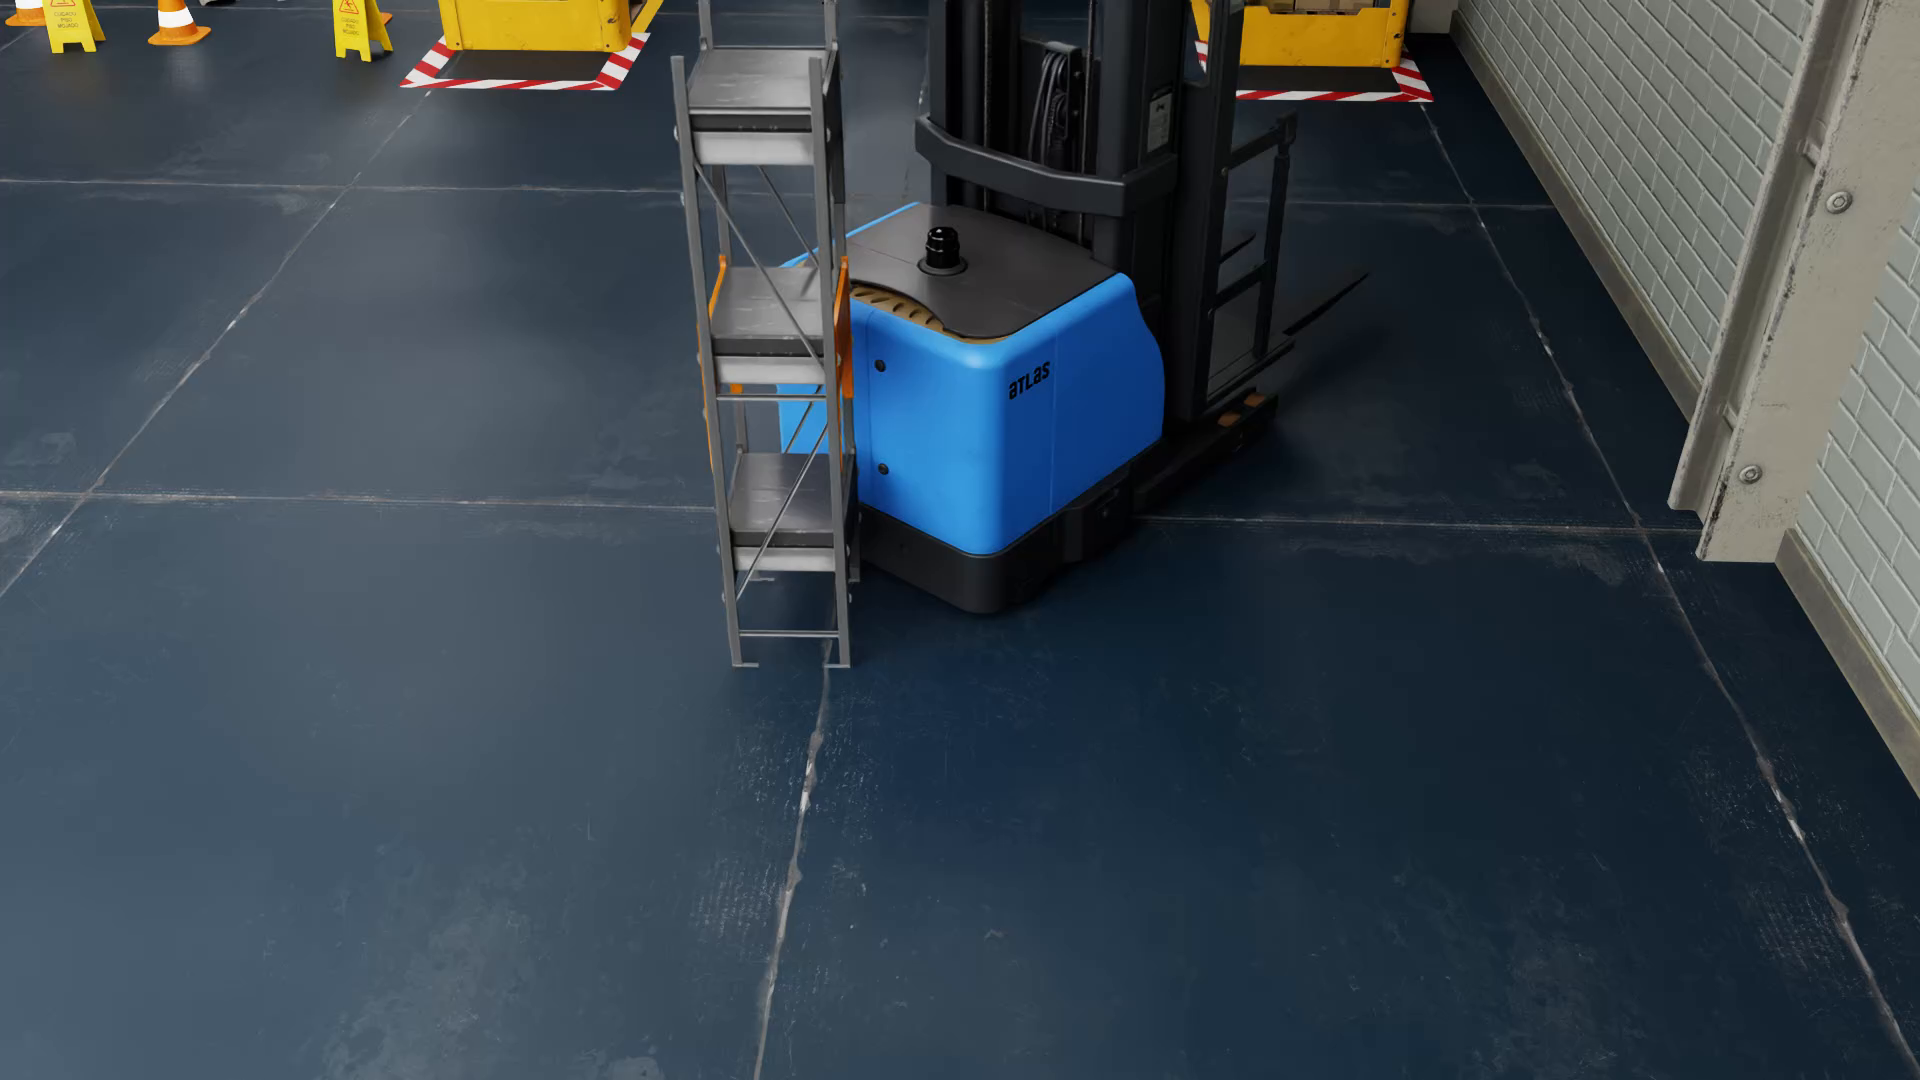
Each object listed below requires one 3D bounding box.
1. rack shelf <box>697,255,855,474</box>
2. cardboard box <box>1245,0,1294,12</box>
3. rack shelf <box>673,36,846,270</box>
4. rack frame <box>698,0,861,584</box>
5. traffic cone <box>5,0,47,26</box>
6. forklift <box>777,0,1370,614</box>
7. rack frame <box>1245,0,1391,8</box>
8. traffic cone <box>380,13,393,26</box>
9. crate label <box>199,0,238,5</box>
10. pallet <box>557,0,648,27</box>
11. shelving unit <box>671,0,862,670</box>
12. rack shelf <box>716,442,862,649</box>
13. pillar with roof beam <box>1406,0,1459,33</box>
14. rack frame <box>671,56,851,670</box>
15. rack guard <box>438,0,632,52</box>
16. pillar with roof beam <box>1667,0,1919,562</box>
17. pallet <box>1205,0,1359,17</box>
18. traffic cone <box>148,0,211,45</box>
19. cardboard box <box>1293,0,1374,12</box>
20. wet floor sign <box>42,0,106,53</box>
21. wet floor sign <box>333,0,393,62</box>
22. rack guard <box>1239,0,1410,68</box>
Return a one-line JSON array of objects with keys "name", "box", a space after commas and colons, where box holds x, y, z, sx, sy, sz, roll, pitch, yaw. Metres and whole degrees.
[{"name": "rack shelf", "box": [-0.565, -0.556, 5.239, 0.431, 0.518, 0.480, 1, 35, 1]}, {"name": "cardboard box", "box": [1.910, -3.654, 10.866, 0.500, 0.250, 0.500, 2, 35, 2]}, {"name": "rack shelf", "box": [-0.565, -1.129, 4.836, 0.431, 0.518, 0.480, 1, 35, 1]}, {"name": "rack frame", "box": [-0.561, -0.708, 5.431, 0.400, 2.100, 0.015, 1, 35, 1]}, {"name": "traffic cone", "box": [-6.263, -3.733, 11.159, 0.336, 0.463, 0.334, 1, 35, 2]}, {"name": "forklift", "box": [0.658, -1.721, 6.149, 1.130, 2.935, 3.031, 26, 42, 32]}, {"name": "rack frame", "box": [2.207, -4.330, 9.802, 1.000, 3.000, 0.127, 1, 35, 2]}, {"name": "traffic cone", "box": [-4.025, -3.681, 11.086, 0.336, 0.463, 0.334, 1, 35, 2]}, {"name": "crate label", "box": [-5.178, -3.831, 11.582, 0.250, 0.136, 0.298, -17, 38, -22]}, {"name": "pallet", "box": [-2.682, -3.811, 11.489, 1.003, 0.211, 1.213, 1, 35, 2]}, {"name": "shelving unit", "box": [-0.565, -0.567, 5.231, 0.431, 2.100, 0.503, 1, 35, 1]}, {"name": "rack shelf", "box": [-0.565, 0.017, 5.641, 0.431, 0.518, 0.480, 1, 35, 1]}, {"name": "pillar with roof beam", "box": [-1.166, -7.263, 8.758, 9.100, 9.000, 0.400, 1, 35, 2]}, {"name": "rack frame", "box": [-0.570, -0.427, 5.031, 0.400, 2.100, 0.015, 1, 35, 1]}, {"name": "rack guard", "box": [-2.750, -3.463, 10.743, 1.175, 0.500, 0.348, 1, 35, 2]}, {"name": "pillar with roof beam", "box": [-1.407, -3.816, 3.853, 9.100, 9.000, 0.400, 1, 35, 2]}, {"name": "pallet", "box": [2.196, -3.629, 11.230, 1.003, 0.211, 1.213, 1, 35, 2]}, {"name": "traffic cone", "box": [-5.147, -3.512, 10.844, 0.336, 0.463, 0.334, 1, 35, 2]}, {"name": "cardboard box", "box": [2.422, -3.654, 10.867, 0.500, 0.250, 0.500, 1, 35, 2]}, {"name": "wet floor sign", "box": [-5.726, -3.473, 10.630, 0.267, 0.644, 0.232, -4, 35, -6]}, {"name": "wet floor sign", "box": [-3.830, -3.395, 10.519, 0.267, 0.644, 0.232, 13, 37, 18]}, {"name": "rack guard", "box": [2.206, -3.293, 10.501, 1.175, 0.500, 0.348, 1, 35, 2]}]
